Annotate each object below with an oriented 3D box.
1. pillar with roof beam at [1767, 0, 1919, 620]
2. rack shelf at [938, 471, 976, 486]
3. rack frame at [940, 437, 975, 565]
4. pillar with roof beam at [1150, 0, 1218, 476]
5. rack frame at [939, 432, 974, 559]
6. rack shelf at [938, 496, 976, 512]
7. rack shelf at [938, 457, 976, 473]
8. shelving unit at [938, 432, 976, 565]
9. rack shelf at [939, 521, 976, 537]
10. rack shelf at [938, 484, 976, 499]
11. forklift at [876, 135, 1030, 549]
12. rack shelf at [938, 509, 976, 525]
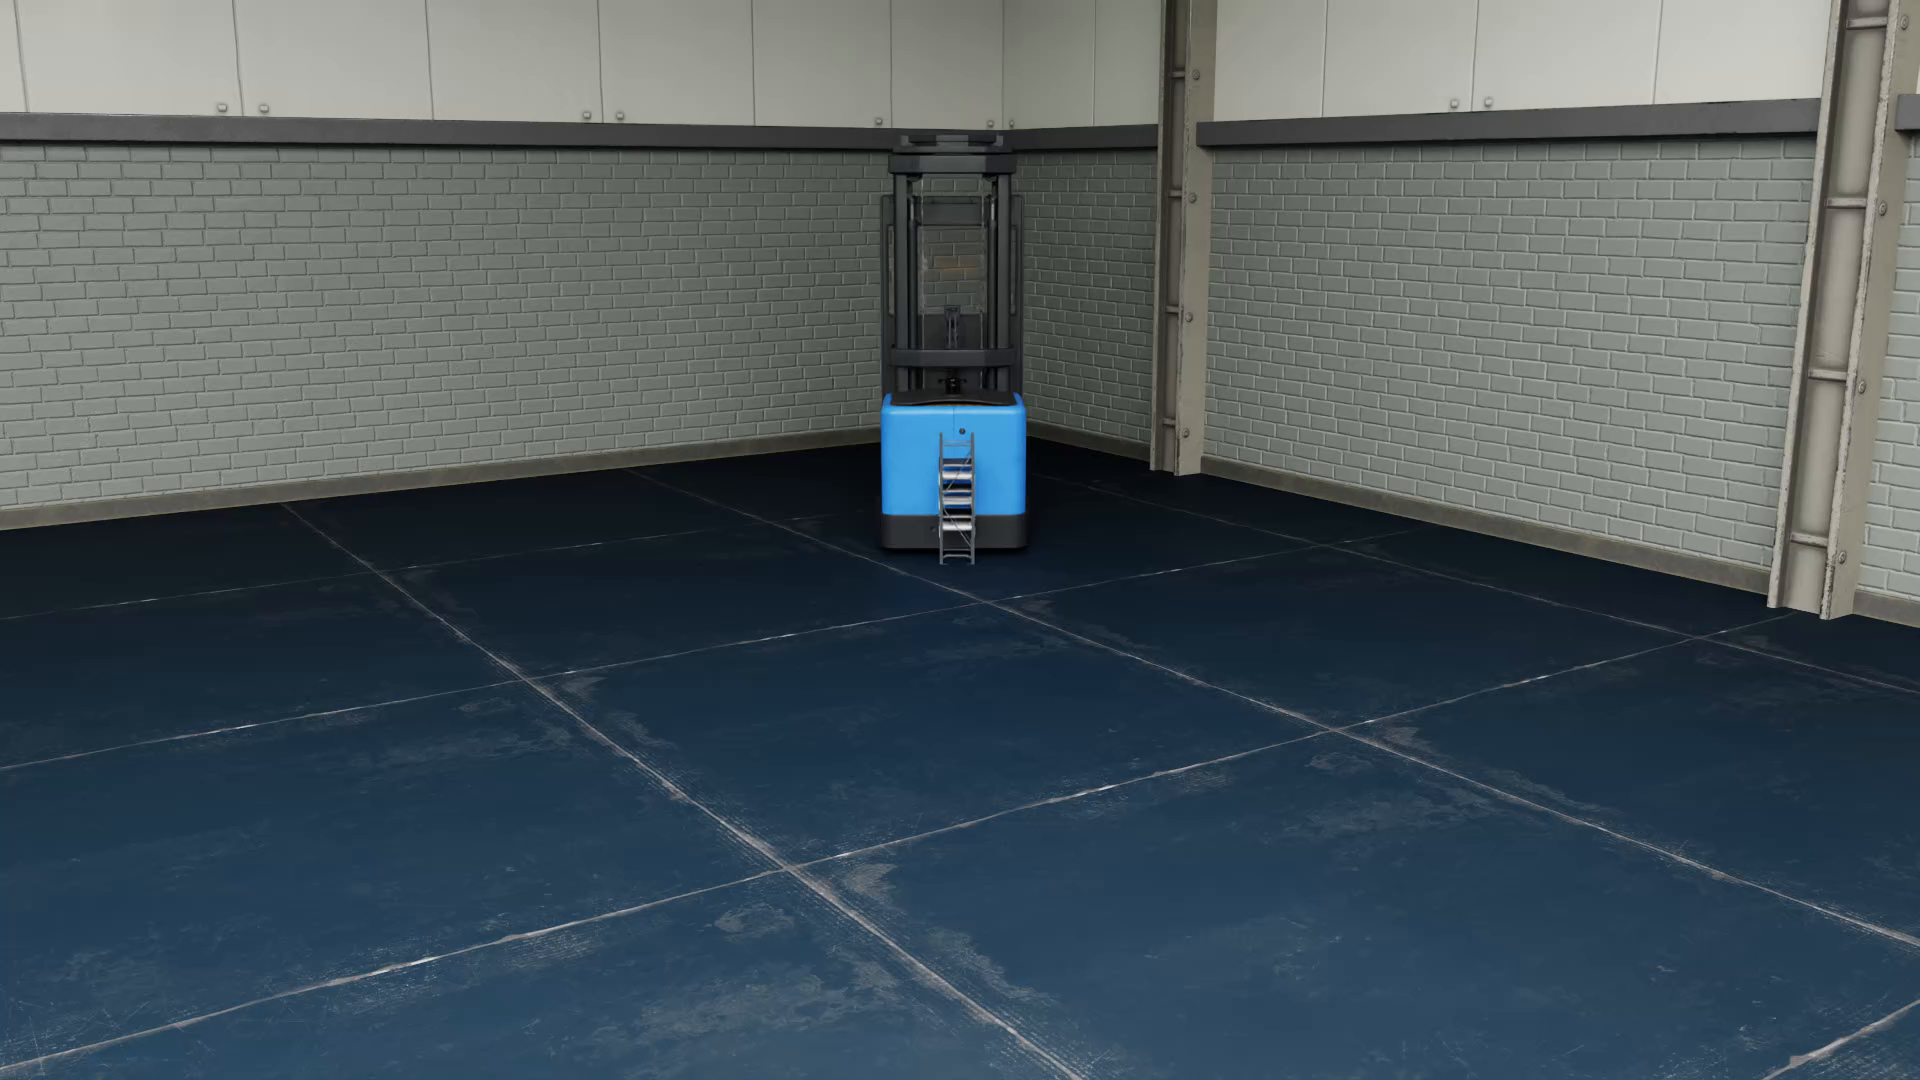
[{"bbox_3d":[1.723,-3.453,7.087,9.100,9.000,0.400,-8,15,-33],"label":"pillar with roof beam"},{"bbox_3d":[-0.021,-0.429,11.532,0.258,0.077,0.200,0,12,-1],"label":"rack shelf"},{"bbox_3d":[-0.020,-0.264,11.464,0.240,0.900,0.006,0,12,-1],"label":"rack frame"},{"bbox_3d":[-1.601,-4.520,11.967,9.100,9.000,0.400,-8,15,-33],"label":"pillar with roof beam"},{"bbox_3d":[-0.023,-0.308,11.663,0.240,0.900,0.006,0,12,-1],"label":"rack frame"},{"bbox_3d":[-0.021,-0.254,11.571,0.258,0.077,0.200,0,12,-1],"label":"rack shelf"},{"bbox_3d":[-0.021,-0.517,11.513,0.258,0.077,0.200,0,12,-1],"label":"rack shelf"},{"bbox_3d":[-0.021,-0.286,11.564,0.258,0.900,0.210,0,12,-1],"label":"shelving unit"},{"bbox_3d":[-0.021,-0.078,11.609,0.258,0.077,0.200,0,12,-1],"label":"rack shelf"},{"bbox_3d":[-0.021,-0.341,11.552,0.258,0.077,0.200,0,12,-1],"label":"rack shelf"},{"bbox_3d":[-0.064,-1.625,12.932,1.130,2.935,3.031,0,12,-1],"label":"forklift"},{"bbox_3d":[-0.021,-0.166,11.590,0.258,0.077,0.200,0,12,-1],"label":"rack shelf"}]
